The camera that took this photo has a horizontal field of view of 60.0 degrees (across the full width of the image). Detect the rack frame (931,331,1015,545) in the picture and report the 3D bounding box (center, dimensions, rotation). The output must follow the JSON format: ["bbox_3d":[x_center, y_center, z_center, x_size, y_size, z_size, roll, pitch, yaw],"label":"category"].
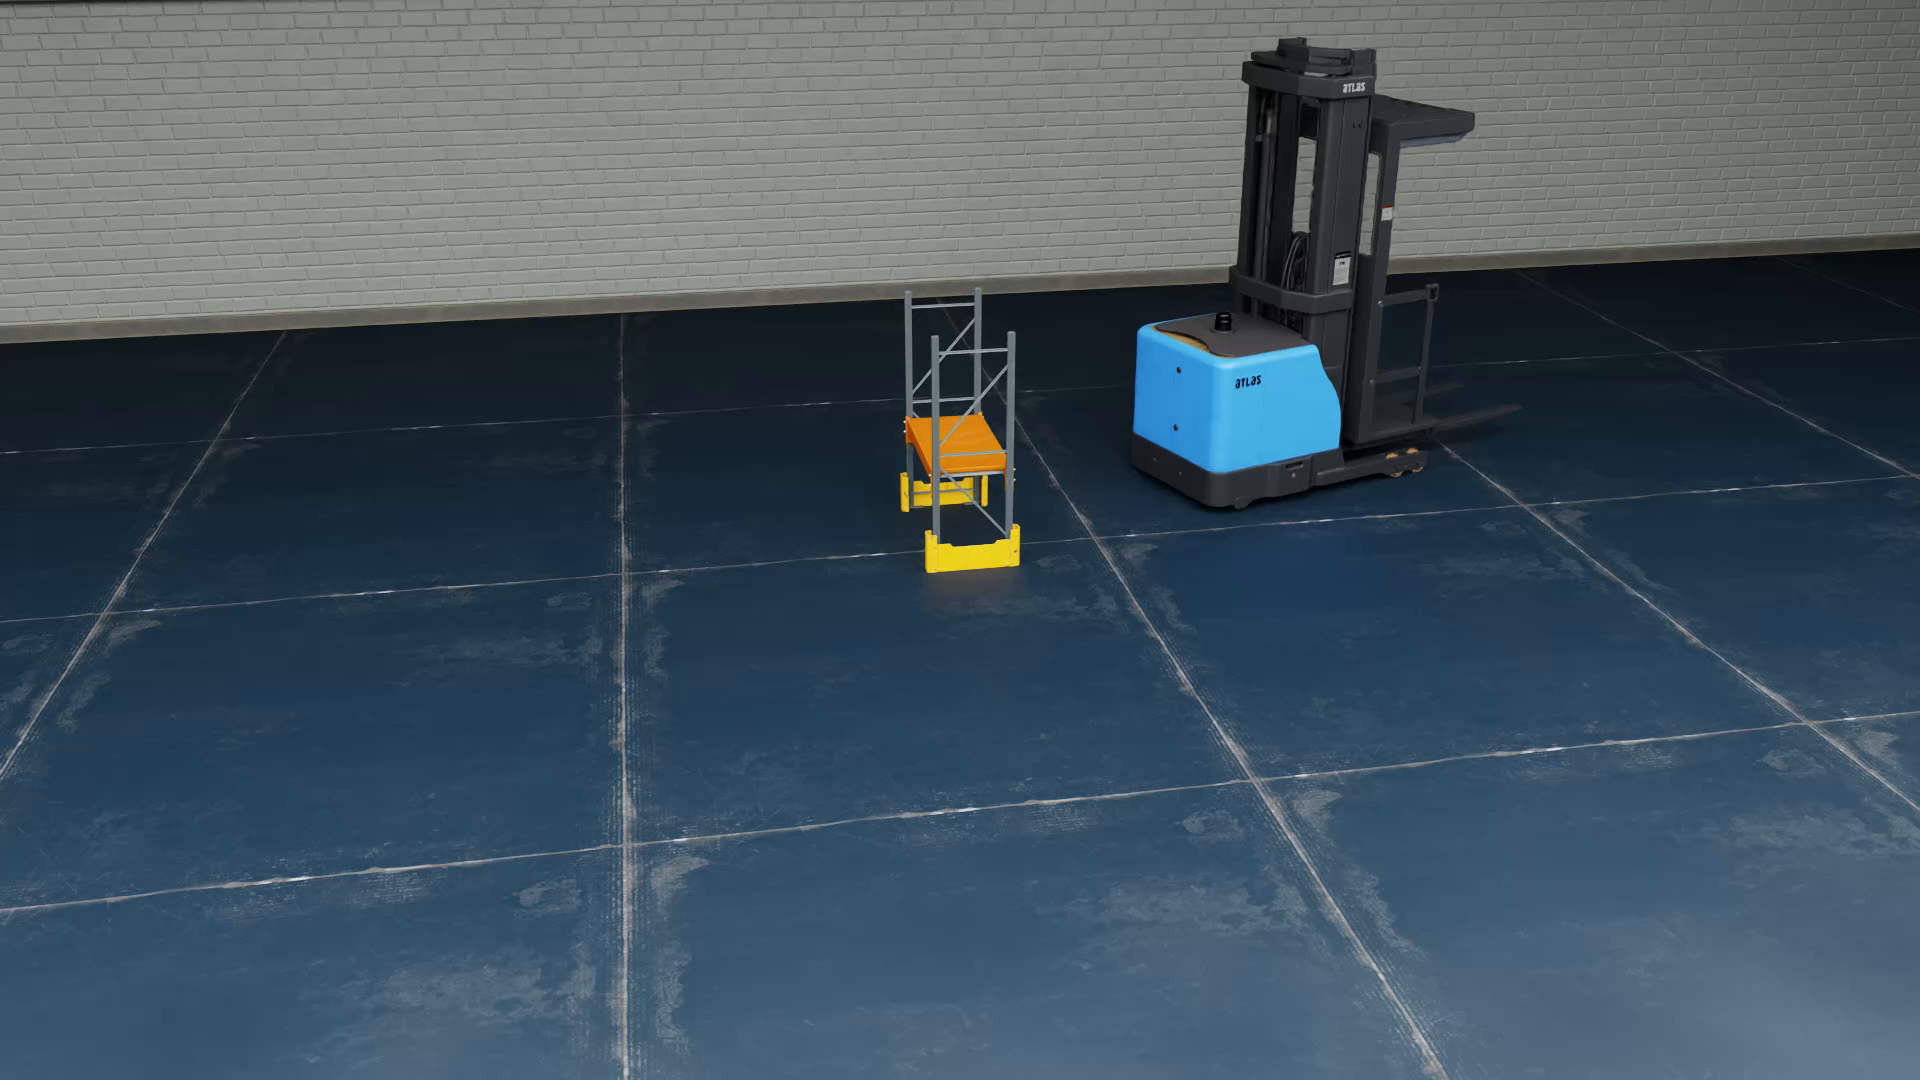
[{"bbox_3d":[0.078,-0.521,10.069,0.500,1.500,0.032,-4,24,-10],"label":"rack frame"}]

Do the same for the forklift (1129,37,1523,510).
[{"bbox_3d":[2.746,-1.959,11.572,3.031,2.935,1.130,-13,27,-27],"label":"forklift"}]

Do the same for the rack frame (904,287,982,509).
[{"bbox_3d":[-0.110,-0.921,10.984,0.500,1.500,0.032,-4,24,-10],"label":"rack frame"}]

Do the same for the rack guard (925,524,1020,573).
[{"bbox_3d":[0.078,0.051,10.320,0.587,0.250,0.087,-4,24,-10],"label":"rack guard"}]

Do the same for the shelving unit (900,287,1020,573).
[{"bbox_3d":[-0.014,-0.717,10.518,0.587,1.500,1.083,-4,24,-10],"label":"shelving unit"}]

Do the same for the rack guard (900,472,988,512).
[{"bbox_3d":[-0.106,-0.340,11.217,0.587,0.250,0.087,-4,24,-10],"label":"rack guard"}]

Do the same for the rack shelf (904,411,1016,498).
[{"bbox_3d":[-0.016,-0.556,10.599,0.538,0.185,1.000,-4,24,-10],"label":"rack shelf"}]
